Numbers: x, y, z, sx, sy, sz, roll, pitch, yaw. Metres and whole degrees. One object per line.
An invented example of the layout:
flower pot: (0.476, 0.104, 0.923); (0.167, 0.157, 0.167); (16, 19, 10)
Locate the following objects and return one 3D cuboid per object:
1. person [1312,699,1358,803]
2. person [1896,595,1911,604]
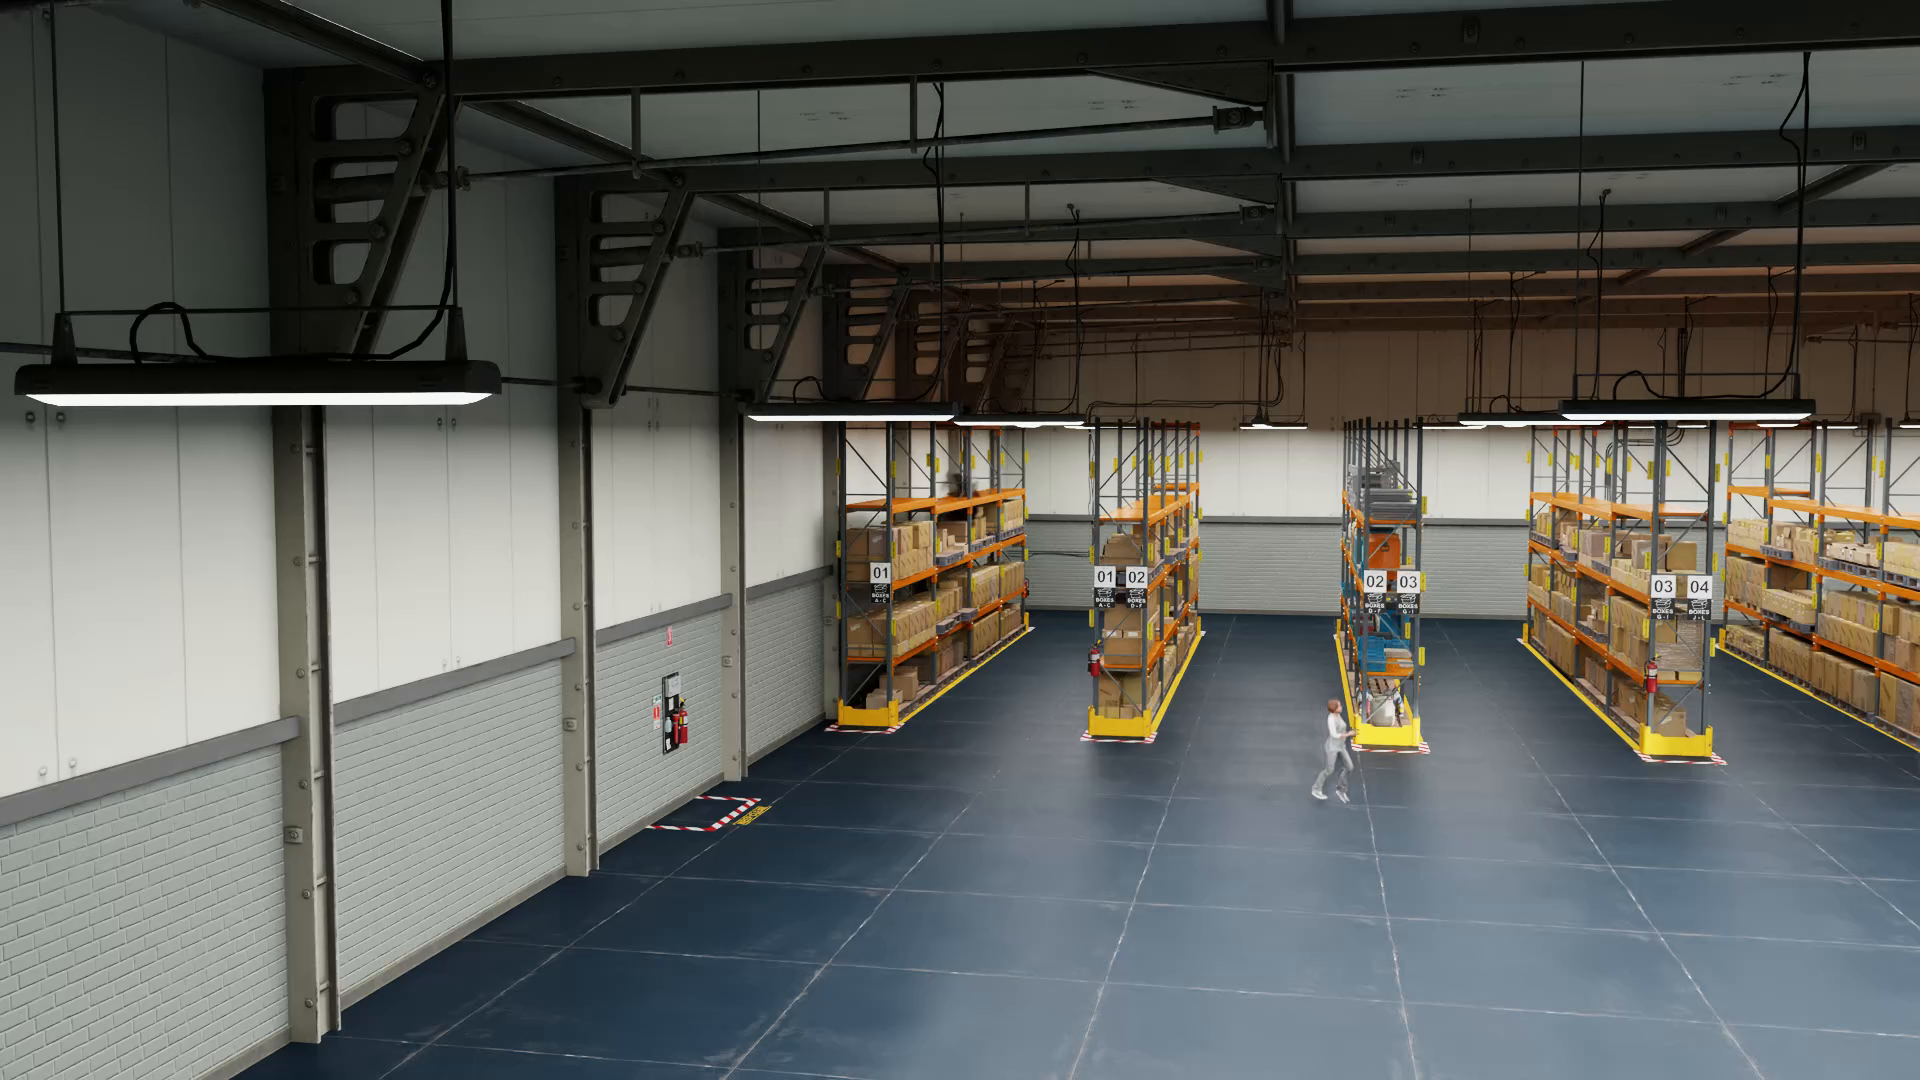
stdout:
person: (5.787, 3.261, 25.642); (0.699, 1.643, 0.520); (3, 4, 34)
person: (25.316, 1.972, 44.547); (0.734, 1.804, 0.714); (1, 4, 21)
